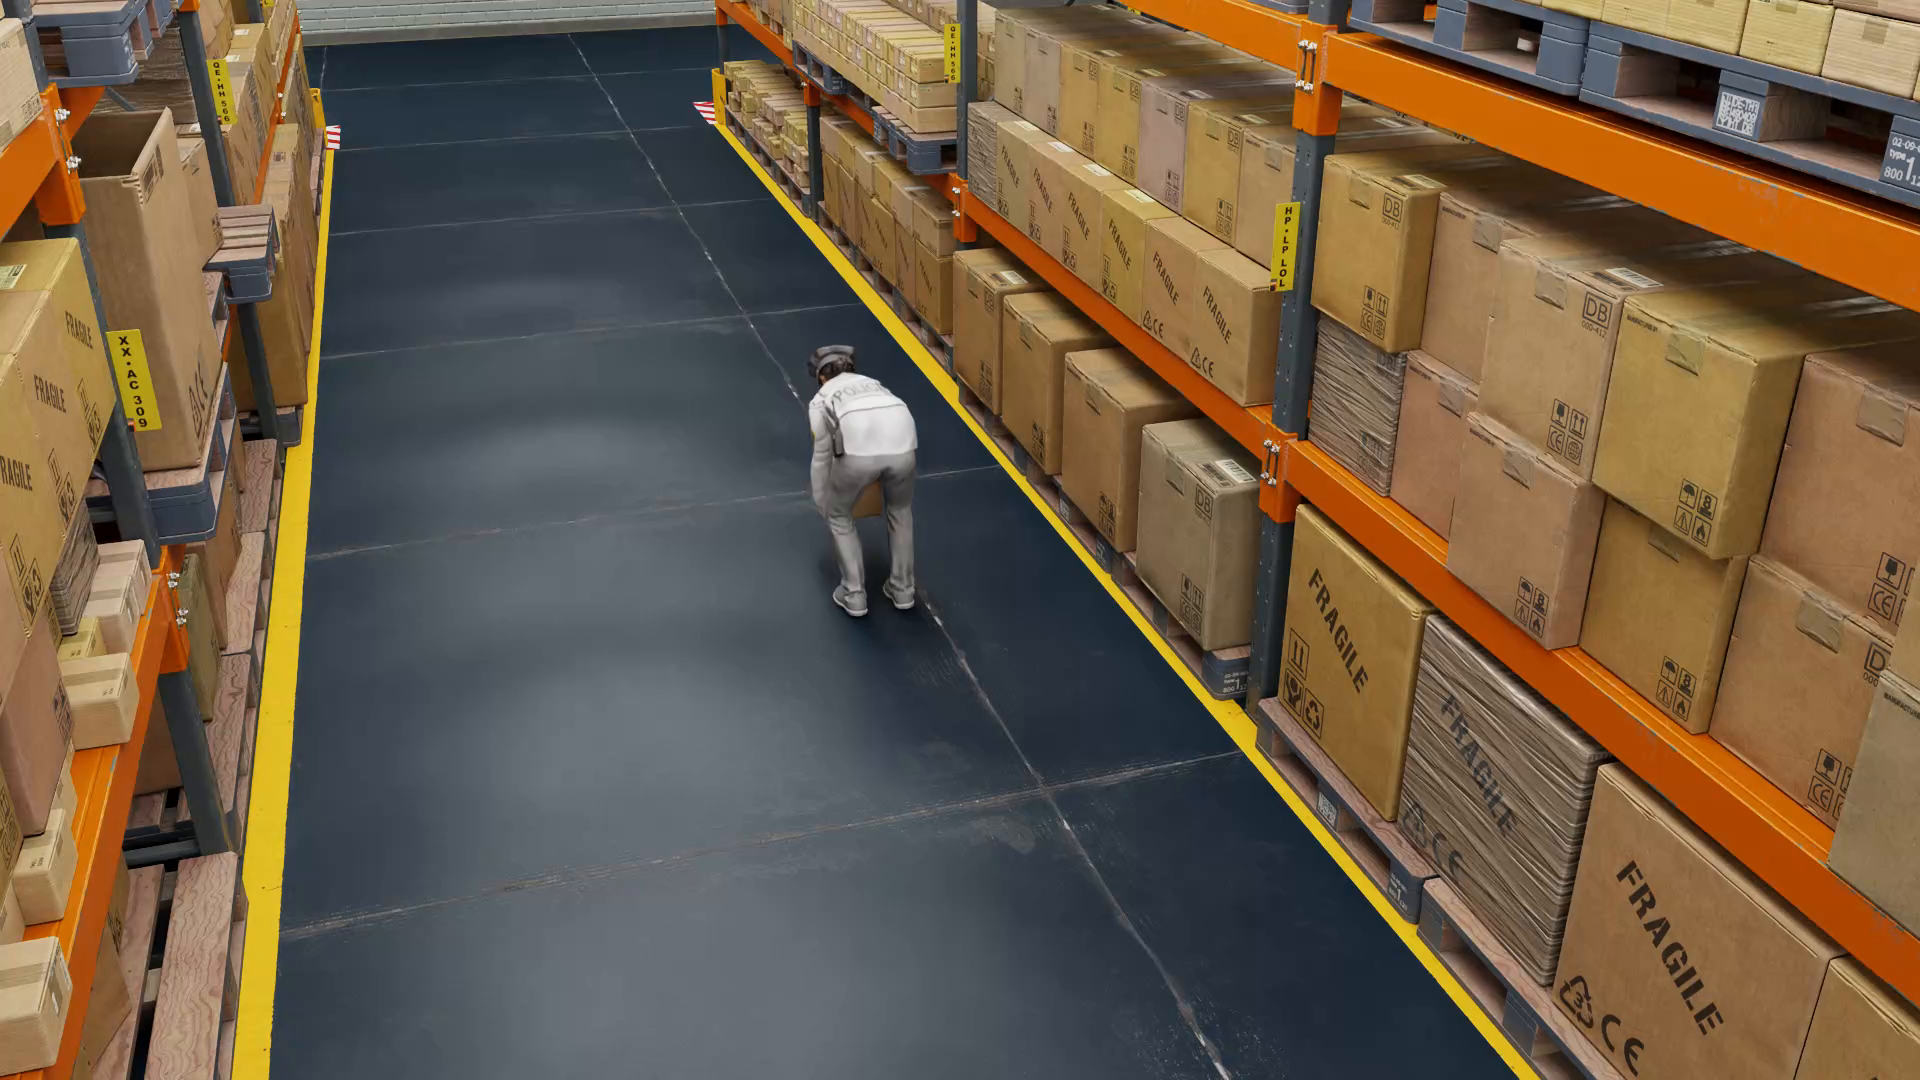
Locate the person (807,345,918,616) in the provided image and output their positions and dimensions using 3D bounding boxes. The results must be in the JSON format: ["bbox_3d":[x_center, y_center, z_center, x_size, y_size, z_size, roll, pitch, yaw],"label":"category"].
[{"bbox_3d":[-0.477,-0.291,7.826,0.415,1.108,0.926,-9,28,-18],"label":"person"}]
